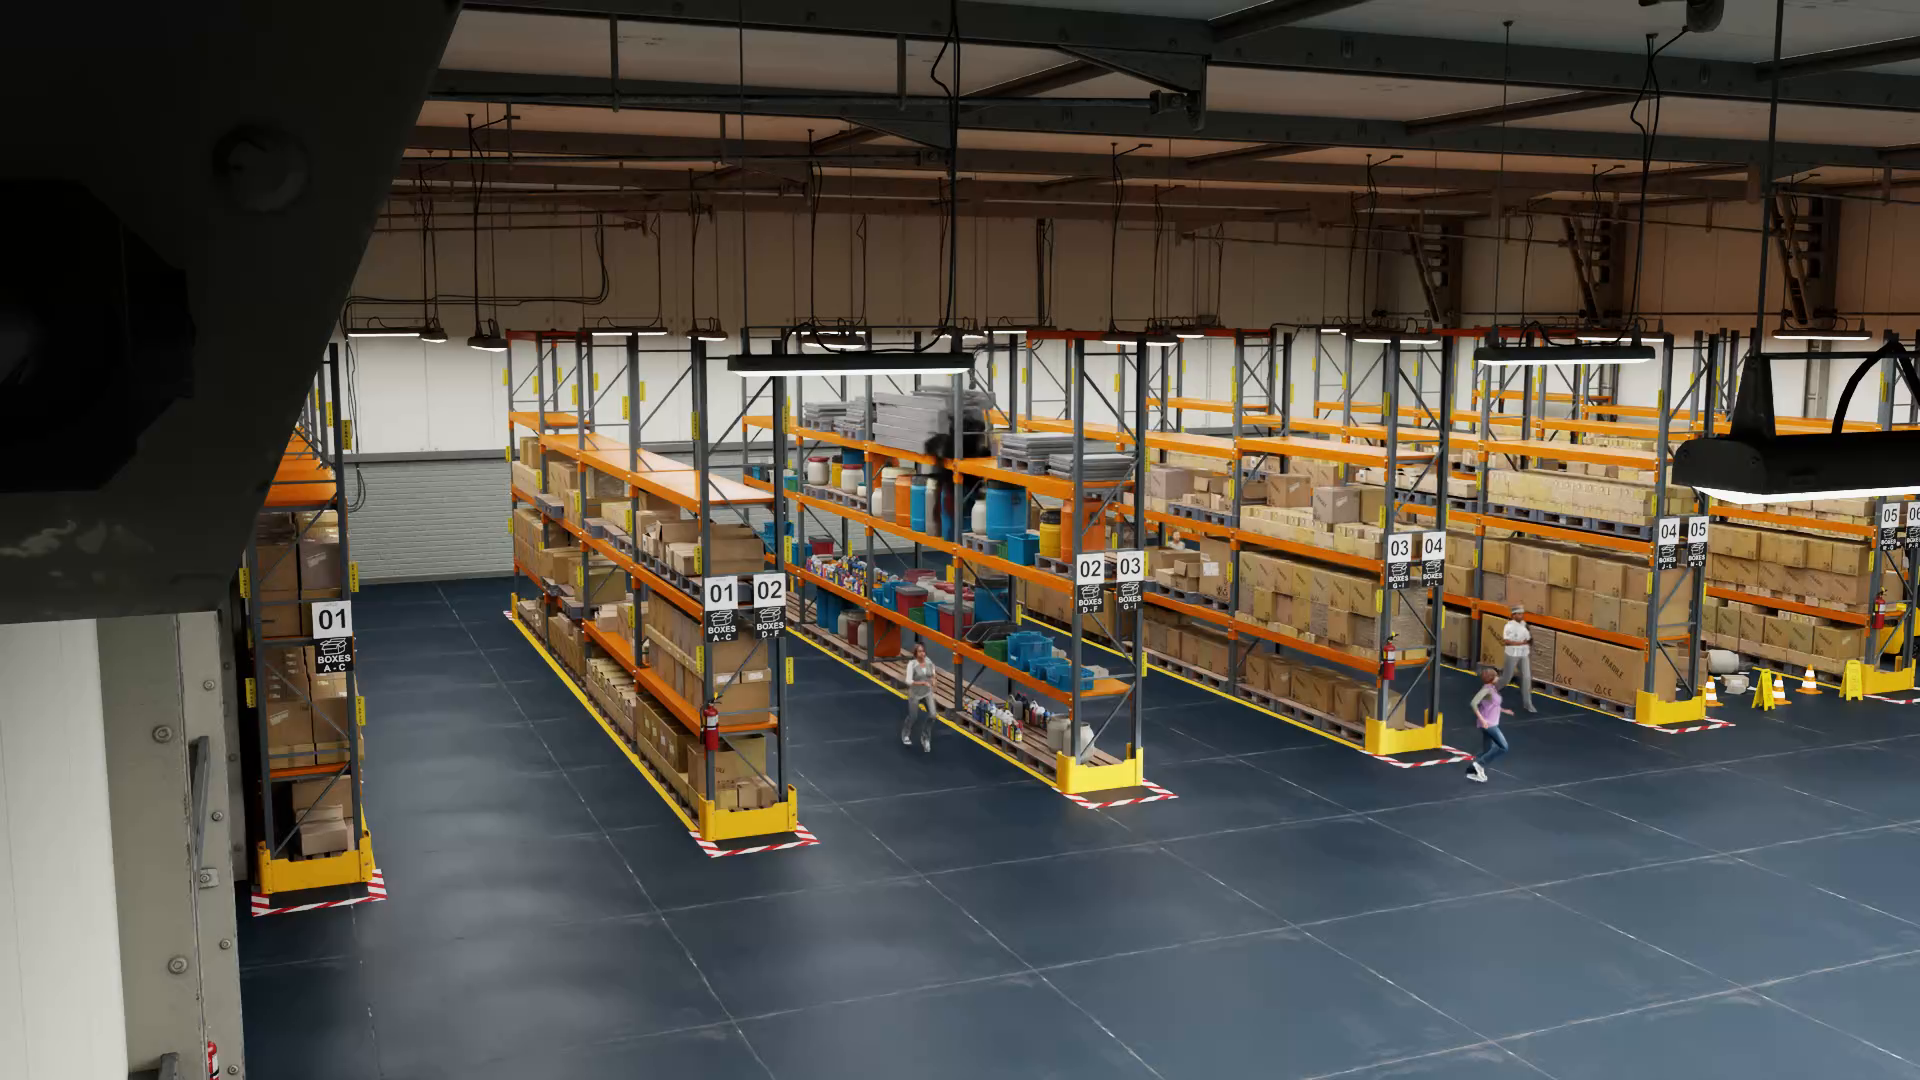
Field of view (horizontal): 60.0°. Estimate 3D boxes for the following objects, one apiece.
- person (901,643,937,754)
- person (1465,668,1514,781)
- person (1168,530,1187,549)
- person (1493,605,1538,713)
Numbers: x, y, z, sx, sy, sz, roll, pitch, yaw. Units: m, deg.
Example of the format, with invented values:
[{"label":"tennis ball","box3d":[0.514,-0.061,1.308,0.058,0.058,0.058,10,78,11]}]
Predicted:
[{"label":"person","box3d":[-0.567,2.273,24.085,0.539,1.601,0.818,-3,8,-24]},{"label":"person","box3d":[7.165,2.502,22.457,0.599,1.561,0.517,3,8,20]},{"label":"person","box3d":[4.709,0.585,36.407,0.568,1.645,0.659,-2,8,-17]},{"label":"person","box3d":[8.910,1.856,26.639,0.575,1.685,0.938,-3,8,-23]}]
